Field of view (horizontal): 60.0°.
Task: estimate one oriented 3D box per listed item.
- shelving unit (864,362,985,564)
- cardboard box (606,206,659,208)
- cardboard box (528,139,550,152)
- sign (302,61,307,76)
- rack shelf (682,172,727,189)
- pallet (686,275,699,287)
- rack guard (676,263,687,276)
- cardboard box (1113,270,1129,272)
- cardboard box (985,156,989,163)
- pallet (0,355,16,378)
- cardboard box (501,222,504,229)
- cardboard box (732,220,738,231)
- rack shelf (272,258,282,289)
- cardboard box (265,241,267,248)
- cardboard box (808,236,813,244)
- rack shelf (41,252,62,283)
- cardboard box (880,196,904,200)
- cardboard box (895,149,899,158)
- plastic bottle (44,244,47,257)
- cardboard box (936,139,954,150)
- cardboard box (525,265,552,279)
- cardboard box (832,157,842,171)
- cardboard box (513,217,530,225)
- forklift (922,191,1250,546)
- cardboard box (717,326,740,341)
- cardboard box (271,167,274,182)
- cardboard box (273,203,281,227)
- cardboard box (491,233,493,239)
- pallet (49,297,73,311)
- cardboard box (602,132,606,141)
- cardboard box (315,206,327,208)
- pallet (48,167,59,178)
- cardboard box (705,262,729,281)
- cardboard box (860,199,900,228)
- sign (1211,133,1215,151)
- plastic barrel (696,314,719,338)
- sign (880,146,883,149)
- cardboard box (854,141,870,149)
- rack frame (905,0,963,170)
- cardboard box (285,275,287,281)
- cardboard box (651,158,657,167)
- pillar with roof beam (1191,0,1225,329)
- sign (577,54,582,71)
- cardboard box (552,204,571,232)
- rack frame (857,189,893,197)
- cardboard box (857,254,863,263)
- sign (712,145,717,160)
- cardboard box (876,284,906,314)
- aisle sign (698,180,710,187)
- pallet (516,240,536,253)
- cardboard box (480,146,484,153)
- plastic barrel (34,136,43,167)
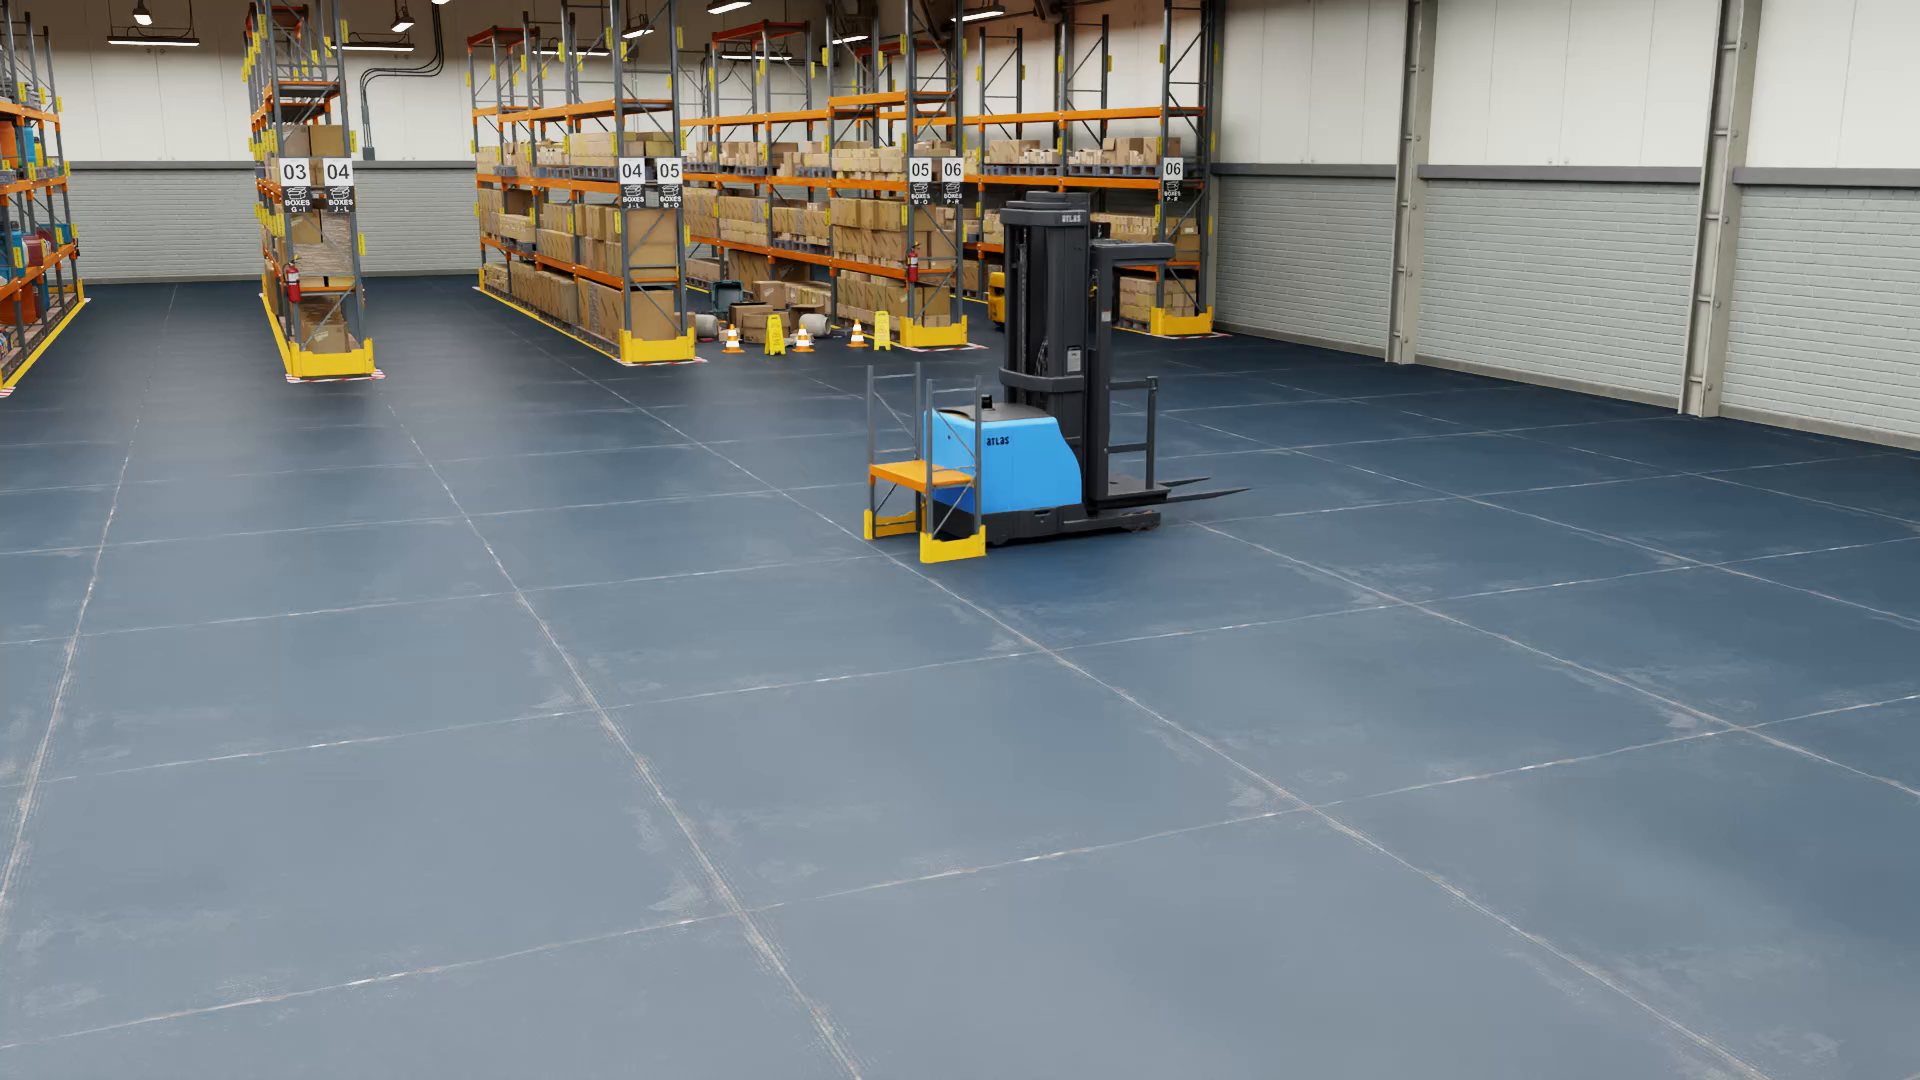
[{"bbox_3d":[-0.310,-0.675,13.959,0.587,1.500,1.083,-8,15,-30],"label":"shelving unit"},{"bbox_3d":[-5.444,-5.320,27.975,0.875,0.550,0.550,-6,14,-23],"label":"cardboard box"},{"bbox_3d":[-8.531,-8.003,33.724,0.396,0.266,0.258,-6,14,-23],"label":"cardboard box"},{"bbox_3d":[-13.826,-9.927,35.057,0.100,0.325,0.005,-6,14,-23],"label":"sign"},{"bbox_3d":[-6.039,-8.878,41.021,1.077,0.370,4.000,-6,14,-23],"label":"rack shelf"},{"bbox_3d":[-6.448,-6.664,42.695,1.003,0.211,1.213,-6,14,-23],"label":"pallet"},{"bbox_3d":[-6.850,-6.968,43.367,1.175,0.500,0.348,-6,14,-23],"label":"rack guard"},{"bbox_3d":[3.104,-5.315,33.632,0.500,0.250,0.500,-6,14,-24],"label":"cardboard box"},{"bbox_3d":[0.772,-8.478,37.063,0.380,0.166,0.250,-6,14,-23],"label":"cardboard box"},{"bbox_3d":[-14.928,-2.606,25.159,1.003,0.211,1.213,-6,14,-23],"label":"pallet"},{"bbox_3d":[-9.891,-6.937,36.657,0.380,0.149,0.250,-6,14,-24],"label":"cardboard box"},{"bbox_3d":[-4.908,-7.197,38.036,0.500,0.250,0.500,-5,14,-22],"label":"cardboard box"},{"bbox_3d":[-11.915,-4.869,30.351,1.077,0.370,4.000,-6,14,-23],"label":"rack shelf"},{"bbox_3d":[-14.740,-6.370,35.798,0.380,0.149,0.250,-6,14,-23],"label":"cardboard box"},{"bbox_3d":[-2.823,-6.023,33.369,0.380,0.149,0.250,-5,14,-22],"label":"cardboard box"},{"bbox_3d":[-18.055,-5.248,31.989,1.077,0.370,4.000,-6,14,-23],"label":"rack shelf"},{"bbox_3d":[-1.758,-8.639,43.054,0.500,0.500,0.500,-5,14,-22],"label":"cardboard box"},{"bbox_3d":[-0.905,-6.702,28.813,0.380,0.149,0.250,-5,14,-22],"label":"cardboard box"},{"bbox_3d":[-18.000,-5.692,32.585,0.152,0.276,0.135,-6,14,-23],"label":"plastic bottle"},{"bbox_3d":[-0.370,-9.634,40.515,0.396,0.266,0.258,-6,14,-23],"label":"cardboard box"},{"bbox_3d":[-8.857,-5.633,35.005,0.500,0.250,0.500,-5,14,-22],"label":"cardboard box"},{"bbox_3d":[-2.108,-7.119,31.497,0.500,0.250,0.500,-6,14,-24],"label":"cardboard box"},{"bbox_3d":[-9.263,-6.759,35.228,0.380,0.149,0.250,-5,14,-20],"label":"cardboard box"},{"bbox_3d":[1.209,-1.594,14.756,3.031,2.935,1.130,-7,15,-27],"label":"forklift"},{"bbox_3d":[-4.152,-3.713,29.823,0.396,0.266,0.258,-3,13,-13],"label":"cardboard box"},{"bbox_3d":[-11.168,-6.079,27.661,0.500,0.250,0.500,-6,14,-25],"label":"cardboard box"},{"bbox_3d":[-13.527,-6.596,33.769,0.797,0.503,0.637,-5,14,-21],"label":"cardboard box"},{"bbox_3d":[-10.919,-7.232,39.520,0.380,0.149,0.250,-6,14,-24],"label":"cardboard box"},{"bbox_3d":[-19.679,-5.054,35.739,1.003,0.211,1.213,-6,14,-23],"label":"pallet"},{"bbox_3d":[-5.573,-6.531,26.921,0.380,0.149,0.250,-5,14,-22],"label":"cardboard box"},{"bbox_3d":[-9.877,-5.006,26.248,0.500,0.500,0.500,-6,14,-23],"label":"cardboard box"},{"bbox_3d":[-18.453,-7.228,32.714,1.213,0.211,1.003,-6,14,-23],"label":"pallet"},{"bbox_3d":[-5.750,-6.635,41.136,0.875,0.438,0.875,-6,14,-25],"label":"cardboard box"},{"bbox_3d":[-1.403,-5.959,30.364,0.700,0.500,0.500,-6,14,-23],"label":"cardboard box"},{"bbox_3d":[4.626,-7.299,30.487,0.100,0.325,0.005,-6,14,-23],"label":"sign"},{"bbox_3d":[-4.668,-3.883,30.206,0.512,0.421,0.421,4,14,16],"label":"plastic barrel"},{"bbox_3d":[-1.539,-7.465,32.174,0.100,0.325,0.005,-6,14,-23],"label":"sign"},{"bbox_3d":[-2.109,-7.797,33.046,0.500,0.250,0.500,-6,14,-24],"label":"cardboard box"},{"bbox_3d":[-0.431,-7.798,28.105,1.000,3.000,0.127,-6,14,-23],"label":"rack frame"},{"bbox_3d":[-10.512,-4.198,26.414,0.380,0.149,0.250,-6,14,-23],"label":"cardboard box"},{"bbox_3d":[-4.770,-6.099,26.822,0.380,0.149,0.250,-6,14,-23],"label":"cardboard box"},{"bbox_3d":[0.718,-8.083,29.338,9.100,9.000,0.548,-6,14,-23],"label":"pillar with roof beam"},{"bbox_3d":[-7.624,-9.566,33.321,0.100,0.325,0.005,-6,14,-23],"label":"sign"},{"bbox_3d":[-7.549,-6.292,32.464,0.700,0.500,0.500,-6,14,-24],"label":"cardboard box"},{"bbox_3d":[-2.294,-8.630,45.004,1.000,3.000,0.127,-6,14,-23],"label":"rack frame"},{"bbox_3d":[-1.697,-5.220,30.828,0.380,0.149,0.250,-6,14,-23],"label":"cardboard box"},{"bbox_3d":[-5.746,-9.056,38.870,0.100,0.325,0.005,-6,14,-23],"label":"sign"},{"bbox_3d":[-1.203,-4.355,30.037,0.500,0.500,0.500,-5,14,-21],"label":"cardboard box"},{"bbox_3d":[-6.585,-9.490,42.956,0.394,0.787,0.004,-6,14,-23],"label":"aisle sign"},{"bbox_3d":[-8.514,-6.104,34.517,1.213,0.211,1.003,-6,14,-23],"label":"pallet"},{"bbox_3d":[-11.190,-9.284,39.519,0.380,0.149,0.250,-5,14,-22],"label":"cardboard box"},{"bbox_3d":[-18.305,-7.599,32.551,0.600,0.588,0.600,0,13,0],"label":"plastic barrel"}]
